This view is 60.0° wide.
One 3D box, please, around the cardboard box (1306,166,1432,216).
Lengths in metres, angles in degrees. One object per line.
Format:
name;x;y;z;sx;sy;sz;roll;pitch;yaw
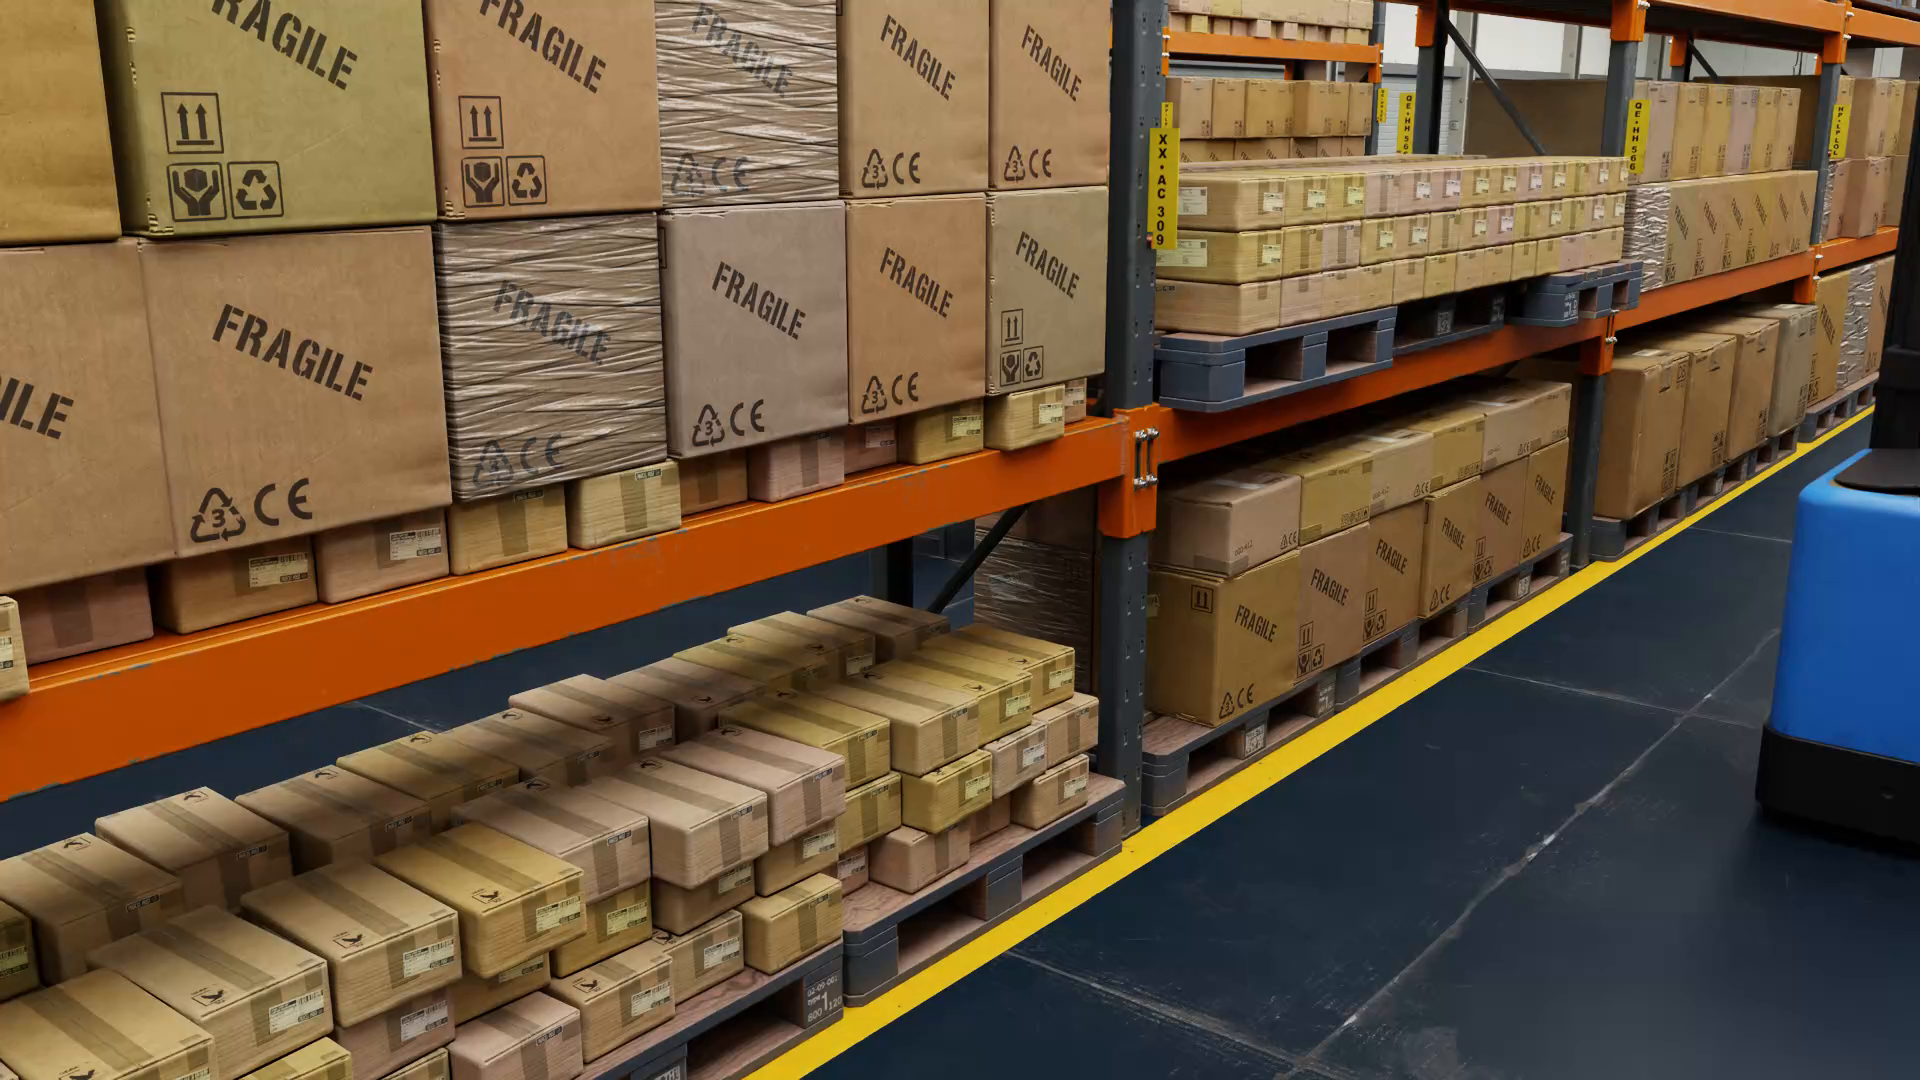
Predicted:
cardboard box;1.386;-1.200;5.702;0.380;0.149;0.250;11;18;37

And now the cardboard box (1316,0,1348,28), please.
cardboard box;3.316;-4.962;15.671;0.500;0.250;0.500;11;18;37

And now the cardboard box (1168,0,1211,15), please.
cardboard box;1.731;-4.472;13.741;0.500;0.250;0.500;11;18;36

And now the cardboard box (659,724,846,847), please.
cardboard box;-0.496;0.580;3.976;0.380;0.149;0.250;10;17;35

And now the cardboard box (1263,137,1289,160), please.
cardboard box;2.660;-3.432;15.233;0.500;0.500;0.500;12;18;38

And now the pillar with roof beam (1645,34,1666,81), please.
pillar with roof beam;20.958;-12.431;39.279;9.100;9.000;0.400;11;18;38

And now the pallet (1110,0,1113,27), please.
pallet;0.771;-4.165;13.217;1.213;0.211;1.003;11;18;38

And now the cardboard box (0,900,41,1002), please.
cardboard box;-1.984;0.781;3.185;0.380;0.149;0.250;11;18;36

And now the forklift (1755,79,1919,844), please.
forklift;3.792;-0.745;5.601;1.130;2.935;3.031;11;18;38

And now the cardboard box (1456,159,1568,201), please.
cardboard box;2.201;-1.447;6.677;0.380;0.149;0.250;12;19;39

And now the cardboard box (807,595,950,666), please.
cardboard box;-0.250;0.298;5.086;0.380;0.149;0.250;12;19;40

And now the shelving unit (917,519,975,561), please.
shelving unit;0.004;-0.728;8.443;0.431;1.500;0.755;11;18;38

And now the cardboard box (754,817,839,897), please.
cardboard box;-0.517;0.710;4.067;0.380;0.149;0.250;12;18;39

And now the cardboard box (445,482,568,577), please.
cardboard box;-0.987;-0.056;3.261;0.380;0.149;0.250;12;19;40

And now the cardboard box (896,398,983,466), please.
cardboard box;-0.161;-0.305;4.241;0.380;0.149;0.250;12;19;40

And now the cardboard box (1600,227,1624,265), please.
cardboard box;2.689;-1.308;7.336;0.380;0.149;0.250;12;18;38

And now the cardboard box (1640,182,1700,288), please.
cardboard box;3.451;-1.582;8.556;0.500;0.500;0.500;11;18;37

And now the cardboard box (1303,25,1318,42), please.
cardboard box;3.094;-4.699;15.447;0.380;0.149;0.250;11;18;37

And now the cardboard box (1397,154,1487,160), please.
cardboard box;2.198;-1.702;7.681;0.380;0.149;0.250;11;18;38

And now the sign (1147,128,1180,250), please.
sign;0.554;-0.963;4.562;0.100;0.325;0.005;11;18;38

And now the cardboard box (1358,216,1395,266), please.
cardboard box;1.219;-1.005;5.541;0.380;0.149;0.250;10;18;35

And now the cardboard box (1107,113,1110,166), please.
cardboard box;0.820;-3.081;13.000;0.500;0.500;0.500;11;18;38

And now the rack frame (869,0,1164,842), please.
rack frame;0.128;-0.626;4.994;1.000;3.000;0.127;11;18;38

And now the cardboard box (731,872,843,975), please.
cardboard box;-0.504;0.879;4.009;0.380;0.149;0.250;11;18;37

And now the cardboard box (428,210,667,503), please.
cardboard box;-0.940;-0.392;3.268;0.500;0.500;0.500;11;18;36

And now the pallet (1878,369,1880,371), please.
pallet;7.228;-1.407;13.733;1.003;0.211;1.213;11;18;38

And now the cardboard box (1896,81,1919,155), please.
cardboard box;7.132;-3.335;13.161;0.875;0.550;0.550;11;18;38

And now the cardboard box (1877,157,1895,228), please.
cardboard box;6.693;-2.722;12.940;0.875;0.550;0.550;11;18;38

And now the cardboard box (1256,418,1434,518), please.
cardboard box;1.454;-0.281;6.338;0.500;0.250;0.500;12;19;40

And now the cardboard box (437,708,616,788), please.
cardboard box;-1.067;0.552;4.086;0.380;0.149;0.250;10;18;35

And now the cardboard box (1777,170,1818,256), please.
cardboard box;5.036;-2.065;10.456;0.500;0.500;0.500;11;18;37

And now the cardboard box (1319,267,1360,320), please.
cardboard box;1.063;-0.813;5.388;0.380;0.149;0.250;11;18;38

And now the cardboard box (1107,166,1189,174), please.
cardboard box;0.560;-1.204;5.718;0.380;0.149;0.250;11;18;36

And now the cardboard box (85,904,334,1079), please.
cardboard box;-1.364;0.822;3.023;0.380;0.149;0.250;10;17;35

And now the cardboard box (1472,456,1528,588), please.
cardboard box;2.102;-0.118;7.221;0.500;0.500;0.500;12;19;40

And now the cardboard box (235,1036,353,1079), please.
cardboard box;-1.311;0.977;3.017;0.380;0.149;0.250;12;19;39

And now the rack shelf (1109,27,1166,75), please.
rack shelf;-0.015;-3.627;12.175;1.077;0.370;4.000;11;18;38

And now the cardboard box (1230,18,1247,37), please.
cardboard box;2.271;-4.455;14.487;0.380;0.149;0.250;11;18;36

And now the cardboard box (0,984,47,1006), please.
cardboard box;-1.951;0.929;3.205;0.380;0.149;0.250;10;18;35

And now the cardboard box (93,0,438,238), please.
cardboard box;-1.241;-0.776;2.746;0.500;0.500;0.500;11;18;36

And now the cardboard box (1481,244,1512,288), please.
cardboard box;1.879;-1.063;6.373;0.380;0.149;0.250;12;19;39

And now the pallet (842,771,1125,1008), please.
pallet;-0.267;0.860;4.809;1.003;0.211;1.213;11;18;38

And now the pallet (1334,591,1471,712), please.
pallet;1.382;0.342;6.848;1.003;0.211;1.213;11;18;38

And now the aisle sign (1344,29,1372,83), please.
aisle sign;4.021;-4.897;16.529;0.394;0.787;0.004;11;18;38

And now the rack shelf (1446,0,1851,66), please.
rack shelf;3.899;-2.880;9.236;1.077;0.370;4.000;11;18;38

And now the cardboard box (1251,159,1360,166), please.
cardboard box;1.376;-1.451;6.693;0.380;0.149;0.250;12;19;39

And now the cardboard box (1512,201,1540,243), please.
cardboard box;2.040;-1.255;6.525;0.380;0.149;0.250;11;18;37

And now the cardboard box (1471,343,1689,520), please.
cardboard box;3.094;-0.608;8.639;1.050;0.750;0.750;11;18;37

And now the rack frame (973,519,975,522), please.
rack frame;0.234;-0.798;8.719;0.400;1.500;0.023;11;18;38

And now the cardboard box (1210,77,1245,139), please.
cardboard box;2.025;-3.727;14.363;0.700;0.500;0.500;11;18;38

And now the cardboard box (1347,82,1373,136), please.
cardboard box;3.605;-4.216;16.289;0.700;0.500;0.500;11;18;36

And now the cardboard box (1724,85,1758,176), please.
cardboard box;4.209;-2.399;9.741;0.700;0.500;0.500;11;18;38
